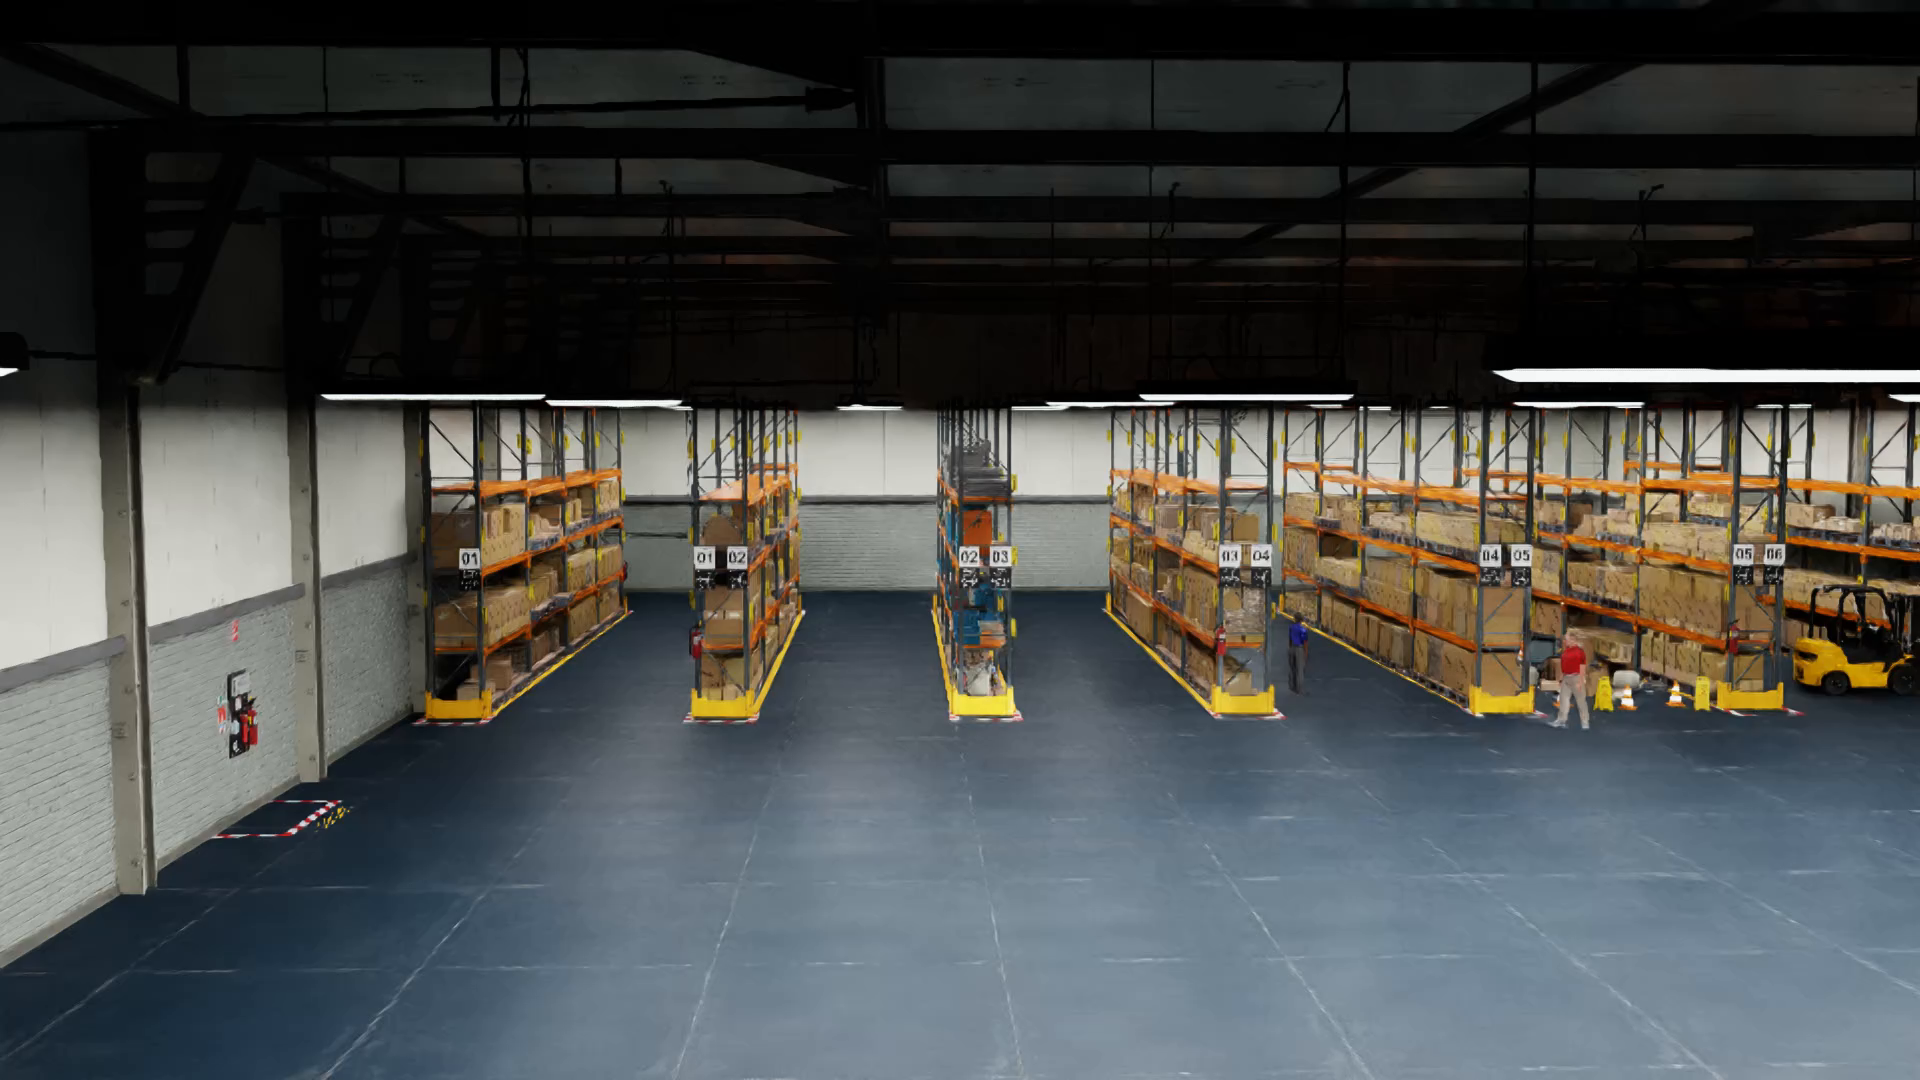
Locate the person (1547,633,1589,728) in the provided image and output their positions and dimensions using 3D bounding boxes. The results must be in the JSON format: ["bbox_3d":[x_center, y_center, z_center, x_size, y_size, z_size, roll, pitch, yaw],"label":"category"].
[{"bbox_3d":[11.050,2.534,30.108,0.631,1.716,0.674,-2,5,-19],"label":"person"}]

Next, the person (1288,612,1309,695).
[{"bbox_3d":[6.857,2.286,33.631,0.414,1.666,0.507,-3,5,-34],"label":"person"}]
